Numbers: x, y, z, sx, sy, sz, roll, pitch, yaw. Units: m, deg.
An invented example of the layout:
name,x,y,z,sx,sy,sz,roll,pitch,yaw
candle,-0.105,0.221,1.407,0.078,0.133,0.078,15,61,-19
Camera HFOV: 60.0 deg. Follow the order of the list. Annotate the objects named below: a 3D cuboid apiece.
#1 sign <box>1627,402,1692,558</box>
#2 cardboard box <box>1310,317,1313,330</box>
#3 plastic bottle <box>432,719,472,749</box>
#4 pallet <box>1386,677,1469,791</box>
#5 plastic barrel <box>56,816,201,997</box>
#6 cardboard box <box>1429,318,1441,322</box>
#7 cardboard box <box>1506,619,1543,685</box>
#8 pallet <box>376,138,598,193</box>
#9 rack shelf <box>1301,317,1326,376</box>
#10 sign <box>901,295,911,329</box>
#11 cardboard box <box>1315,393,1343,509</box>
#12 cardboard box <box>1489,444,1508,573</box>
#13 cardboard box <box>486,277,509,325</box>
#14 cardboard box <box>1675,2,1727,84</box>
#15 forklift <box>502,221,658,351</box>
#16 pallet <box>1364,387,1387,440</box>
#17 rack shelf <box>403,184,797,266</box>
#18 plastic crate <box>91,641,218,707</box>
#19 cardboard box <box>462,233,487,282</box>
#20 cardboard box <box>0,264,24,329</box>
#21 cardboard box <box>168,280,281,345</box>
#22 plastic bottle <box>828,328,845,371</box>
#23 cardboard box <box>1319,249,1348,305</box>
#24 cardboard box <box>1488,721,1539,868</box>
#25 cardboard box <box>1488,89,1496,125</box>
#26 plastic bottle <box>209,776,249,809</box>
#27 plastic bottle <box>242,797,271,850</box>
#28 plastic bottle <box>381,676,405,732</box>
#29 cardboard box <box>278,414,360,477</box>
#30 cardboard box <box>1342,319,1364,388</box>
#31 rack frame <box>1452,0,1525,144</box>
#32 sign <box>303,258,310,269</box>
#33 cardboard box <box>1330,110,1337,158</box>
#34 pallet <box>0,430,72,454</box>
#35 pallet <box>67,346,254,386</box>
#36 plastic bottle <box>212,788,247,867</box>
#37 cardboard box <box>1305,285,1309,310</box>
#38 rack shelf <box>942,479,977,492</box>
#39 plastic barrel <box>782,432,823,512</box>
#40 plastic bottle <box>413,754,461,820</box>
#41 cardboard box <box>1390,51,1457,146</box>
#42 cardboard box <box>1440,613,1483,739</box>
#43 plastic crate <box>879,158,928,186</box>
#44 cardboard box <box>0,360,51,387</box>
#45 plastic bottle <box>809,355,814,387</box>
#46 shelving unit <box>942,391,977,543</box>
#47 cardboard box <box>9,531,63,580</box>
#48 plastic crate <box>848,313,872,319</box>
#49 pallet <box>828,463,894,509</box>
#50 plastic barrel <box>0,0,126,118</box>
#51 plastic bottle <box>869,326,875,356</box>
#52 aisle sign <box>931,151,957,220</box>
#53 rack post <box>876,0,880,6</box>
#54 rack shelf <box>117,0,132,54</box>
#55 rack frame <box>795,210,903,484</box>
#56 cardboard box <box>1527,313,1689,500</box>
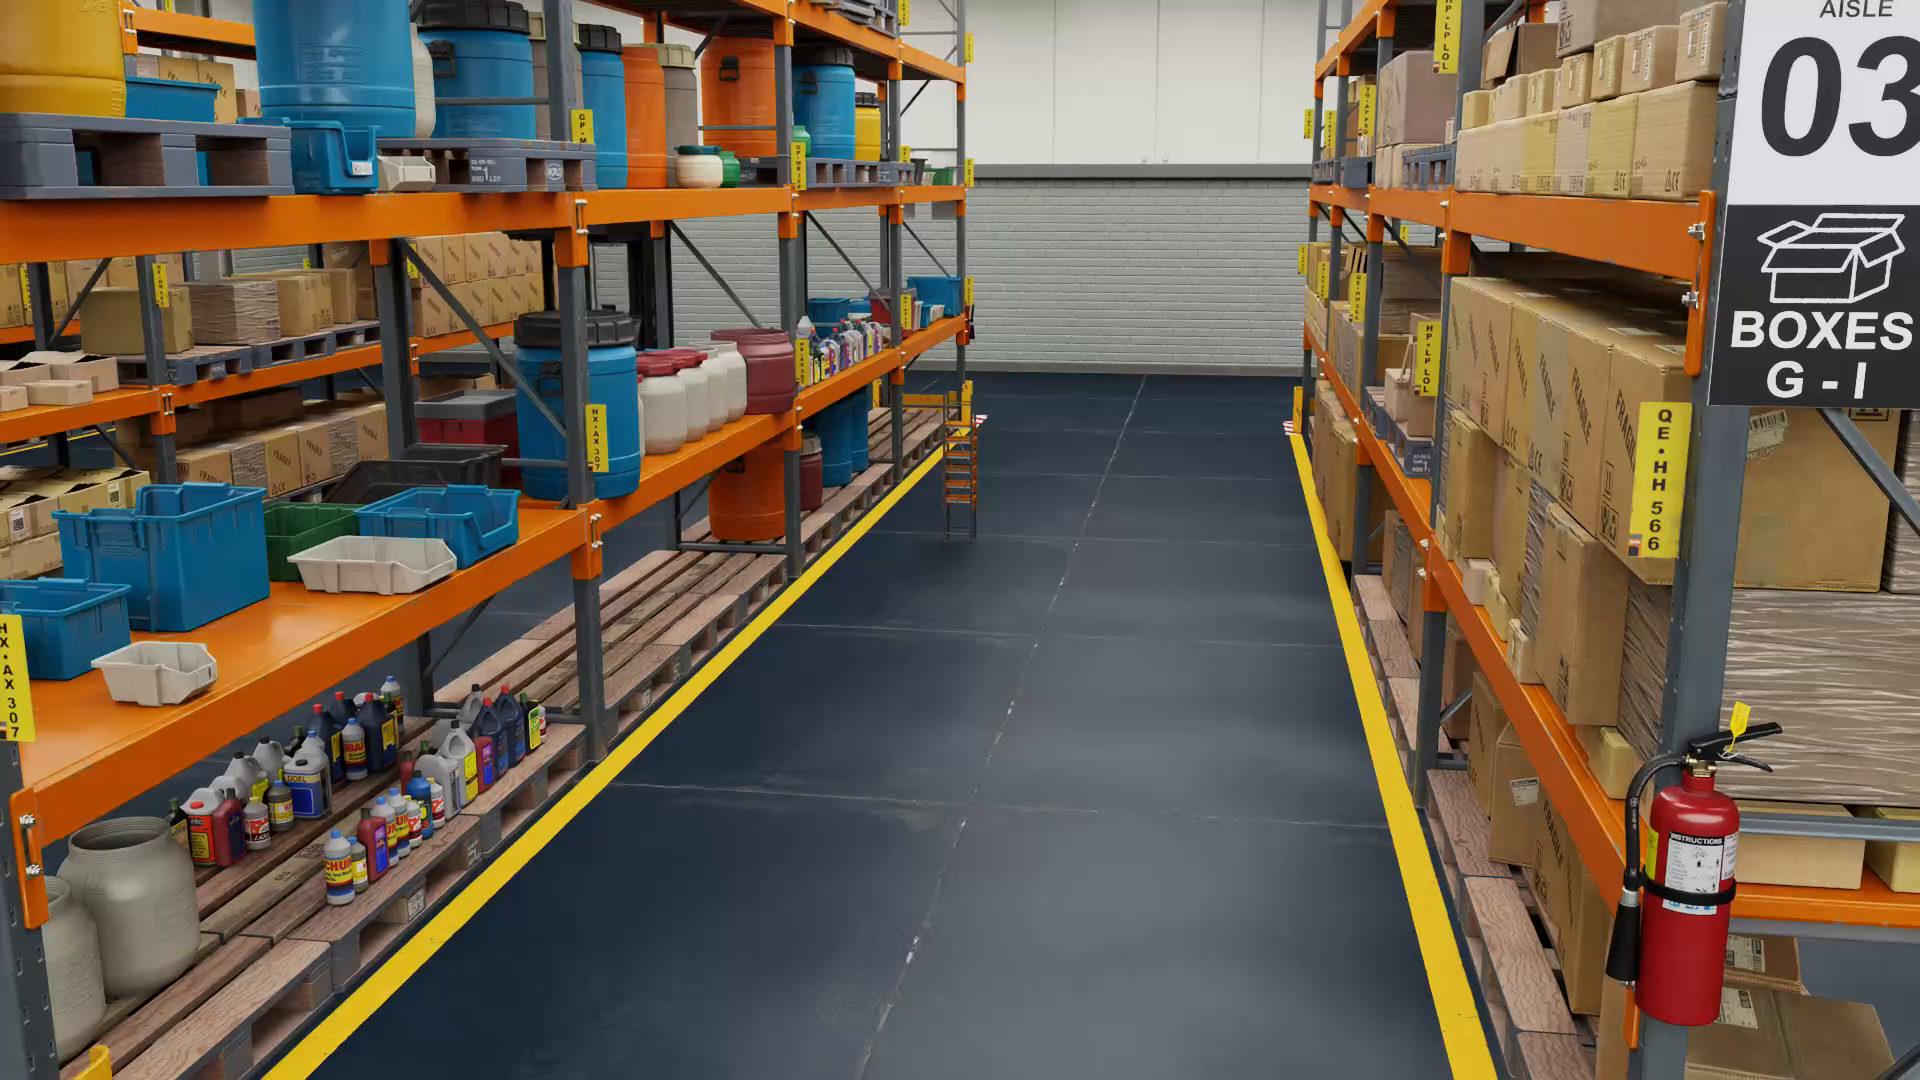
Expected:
name,x,y,z,sx,sy,sz,roll,pitch,yaw
sign,1.449,-0.123,3.445,0.100,0.325,0.005,2,12,9
cardboard box,3.879,-2.257,17.443,0.380,0.149,0.250,2,12,8
plastic bottle,-2.279,0.927,7.493,0.152,0.276,0.135,2,12,9
pallet,2.727,0.988,8.407,1.003,0.211,1.213,2,12,9
plastic barrel,-2.797,1.226,5.591,0.421,0.512,0.421,0,12,0
cardboard box,3.194,-1.066,10.088,0.700,0.500,0.500,4,13,17
cardboard box,1.961,0.361,5.295,0.380,0.149,0.250,2,12,9
pallet,-2.299,-1.594,7.098,1.213,0.211,1.003,2,12,9
rack shelf,4.147,-1.943,17.096,1.077,0.370,4.000,2,12,9
sign,-0.511,-2.156,15.719,0.100,0.325,0.005,2,12,9
cardboard box,3.624,-0.725,13.783,1.225,0.875,0.875,1,12,7
cardboard box,2.390,-0.105,5.918,0.875,0.500,0.500,2,12,9
cardboard box,-5.369,-2.663,18.491,0.500,0.500,0.500,2,12,8
cardboard box,1.728,-1.036,3.470,0.380,0.149,0.250,2,12,9
forklift,-3.484,-1.919,15.442,1.130,2.935,3.031,4,13,17
pallet,3.220,-0.800,10.540,1.213,0.211,1.003,2,12,9
rack shelf,-1.977,-1.904,9.797,1.077,0.370,4.000,2,12,9
plastic crate,-2.444,0.412,5.086,0.298,0.136,0.250,2,12,9
cardboard box,-5.439,-3.041,17.873,0.500,0.500,0.500,2,12,7
cardboard box,-10.744,-2.619,17.812,0.980,0.700,0.700,2,12,10
cardboard box,-6.249,-1.940,14.143,0.700,0.500,0.500,4,13,19
plastic bottle,-1.042,-1.583,13.837,0.144,0.351,0.185,2,12,9
cardboard box,3.727,-2.525,15.961,0.500,0.500,0.500,2,12,9
cardboard box,2.428,1.005,6.645,0.500,0.500,0.500,6,14,27
cardboard box,2.281,-1.685,6.484,0.380,0.149,0.250,1,12,6
plastic bottle,-2.964,1.099,6.696,0.152,0.276,0.135,2,12,7
plastic bottle,-2.837,1.135,6.703,0.097,0.201,0.097,0,12,0
plastic bottle,-2.767,0.798,8.105,0.097,0.271,0.097,0,12,0
cardboard box,-5.903,-0.874,15.318,0.500,0.500,0.500,2,12,9
cardboard box,3.215,-1.417,12.711,0.500,0.500,0.500,1,12,7
rack frame,2.609,-3.145,6.729,1.000,3.000,0.127,2,12,9
sign,-6.486,-2.639,16.564,0.100,0.325,0.005,2,12,9
cardboard box,4.190,-4.148,17.028,0.700,0.500,0.500,1,12,5
pallet,-10.649,-1.152,18.339,1.003,0.211,1.213,2,12,9
pallet,-6.529,-1.417,13.403,1.213,0.211,1.003,2,12,9
plastic bottle,-2.880,1.127,6.545,0.061,0.283,0.133,2,12,9
cardboard box,4.114,-2.692,18.513,0.500,0.250,0.500,2,12,7
rack shelf,-0.002,-0.423,13.388,0.258,0.103,0.180,2,12,9
plastic barrel,-1.438,-0.570,13.745,0.600,0.588,0.708,2,12,9
plastic bottle,-2.207,1.027,7.027,0.152,0.276,0.135,2,12,10
cardboard box,2.746,-2.505,9.454,0.500,0.500,0.500,2,12,7
cardboard box,2.725,0.667,8.168,0.700,0.500,0.500,1,12,4
plastic crate,-0.593,-3.691,16.689,0.497,0.269,0.590,2,12,9
cardboard box,-6.892,-1.144,11.892,0.500,0.311,0.500,2,12,8
plastic bottle,-1.213,-1.321,12.799,0.152,0.276,0.135,2,12,9
shelving unit,-0.002,-0.584,13.353,0.258,1.200,0.189,2,12,9
cardboard box,-6.560,0.101,11.434,0.500,0.250,0.500,2,12,10
plastic crate,-1.084,-2.311,17.582,0.293,0.136,0.466,2,12,9
pallet,-1.214,-0.516,15.388,1.003,0.211,1.213,2,12,9
plastic barrel,-2.850,-1.546,4.982,0.600,0.588,0.600,0,12,0
plastic bottle,-0.852,-1.809,15.064,0.152,0.276,0.135,2,12,9
aisle sign,-0.139,-4.148,19.448,0.394,0.787,0.004,2,12,9
rack post,-1.215,-4.760,14.400,0.937,0.300,0.954,2,12,8
rack shelf,-6.871,-3.336,10.272,1.077,0.370,4.000,2,12,9
rack frame,-1.054,-2.039,15.833,1.000,3.000,0.127,2,12,9
cardboard box,1.985,-0.394,4.885,0.500,0.500,0.500,2,12,9
